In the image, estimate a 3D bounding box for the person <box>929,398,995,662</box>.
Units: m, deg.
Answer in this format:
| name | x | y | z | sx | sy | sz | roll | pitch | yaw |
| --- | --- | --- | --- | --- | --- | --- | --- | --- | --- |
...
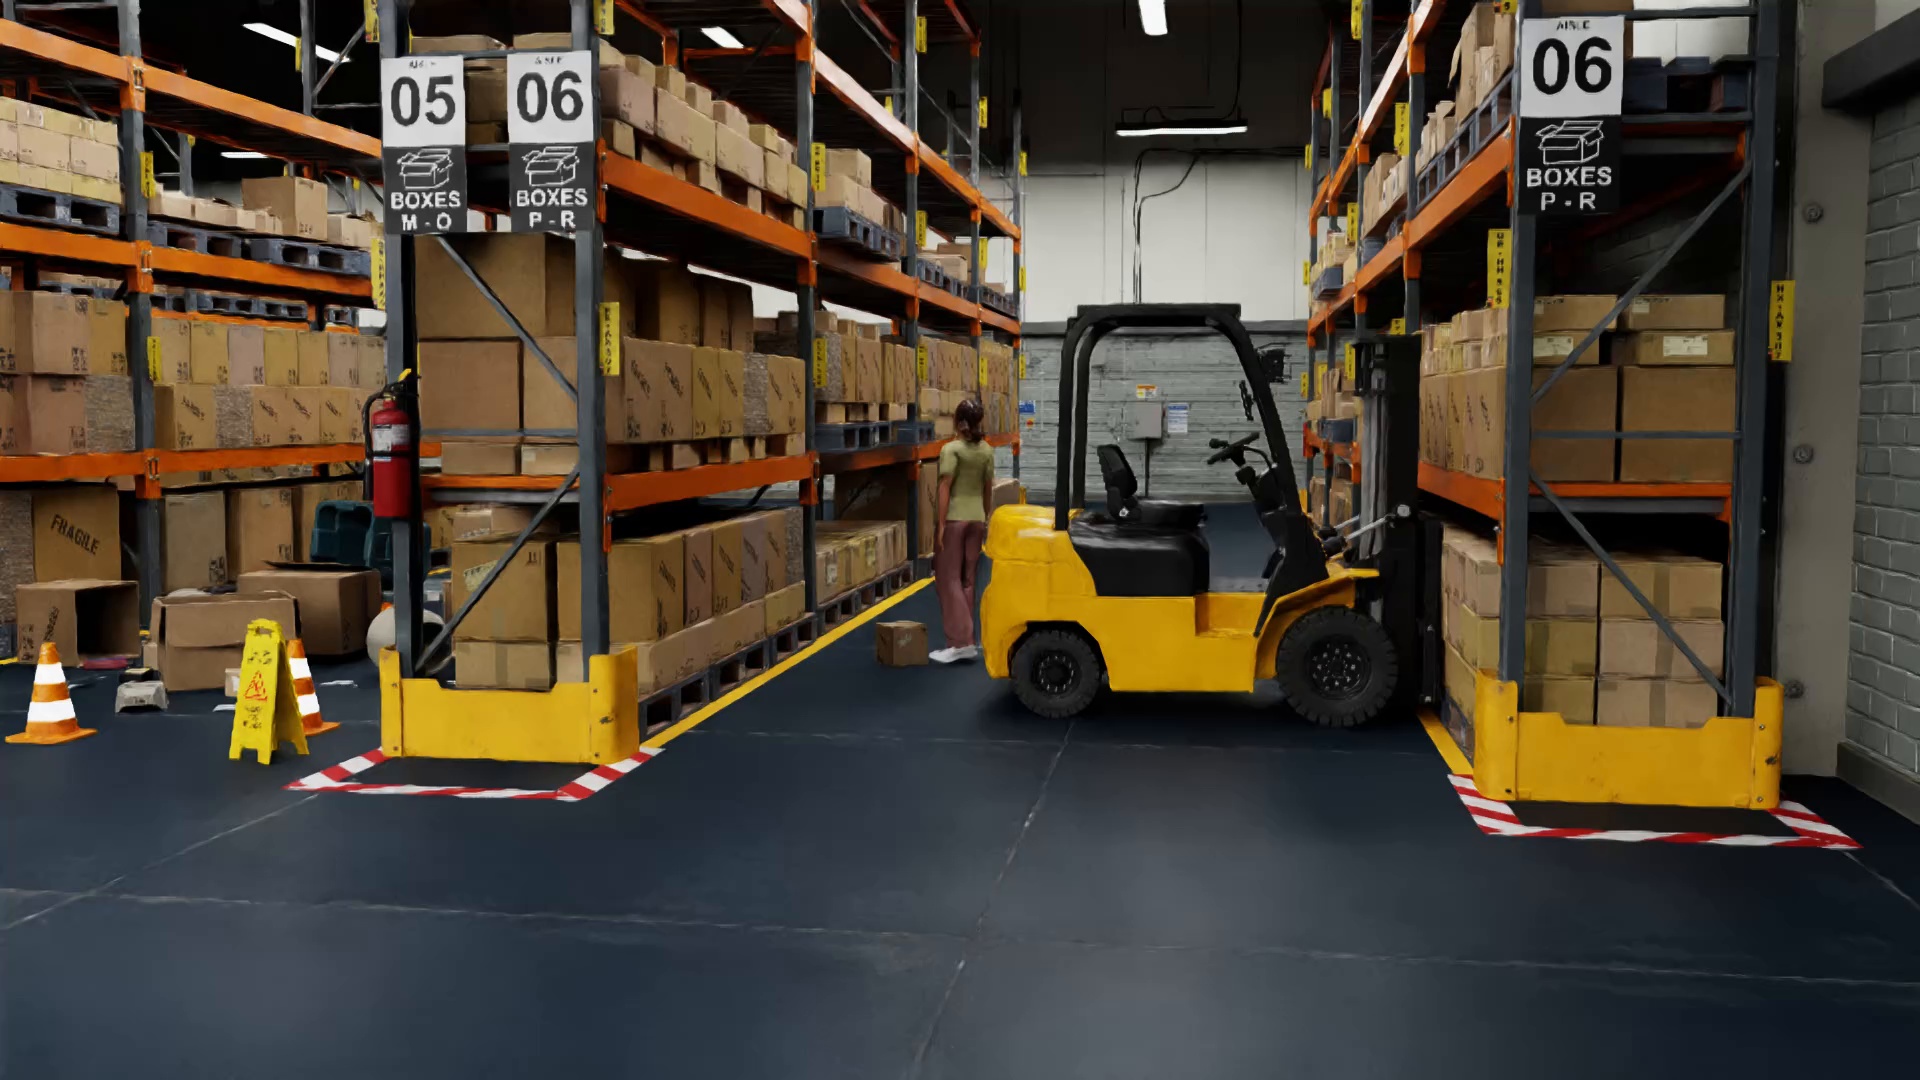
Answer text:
| name | x | y | z | sx | sy | sz | roll | pitch | yaw |
| --- | --- | --- | --- | --- | --- | --- | --- | --- | --- |
| person | -0.006 | -0.064 | 10.619 | 0.542 | 1.677 | 0.431 | -4 | 6 | -38 |
